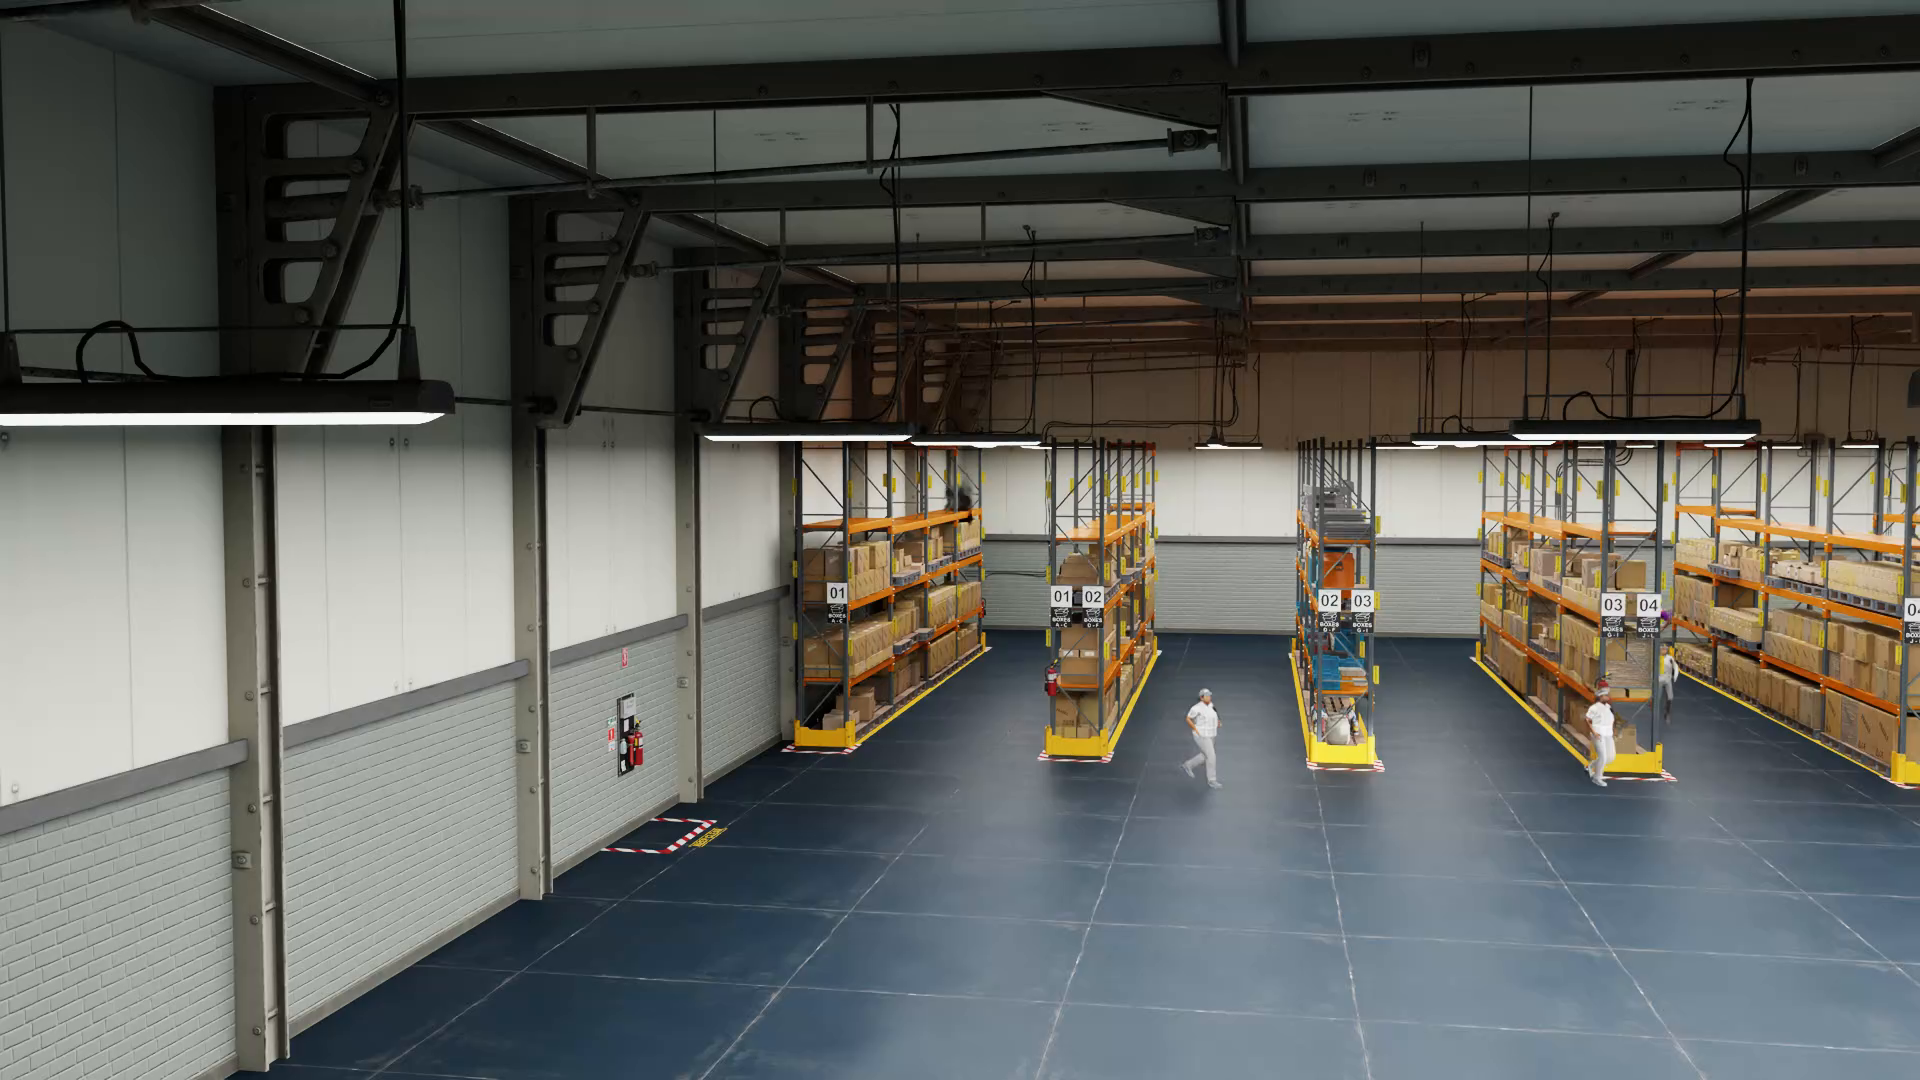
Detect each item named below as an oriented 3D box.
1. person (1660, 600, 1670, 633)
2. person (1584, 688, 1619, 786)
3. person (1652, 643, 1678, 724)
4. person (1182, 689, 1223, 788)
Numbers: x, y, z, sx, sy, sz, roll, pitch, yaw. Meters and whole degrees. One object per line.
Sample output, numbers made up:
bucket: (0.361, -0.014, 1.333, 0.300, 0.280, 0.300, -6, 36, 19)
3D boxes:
person: (19.063, 2.451, 45.615, 0.860, 1.718, 0.763, -1, 3, -15)
person: (11.104, 3.389, 28.746, 0.623, 1.660, 0.508, -1, 3, -24)
person: (14.891, 3.036, 35.169, 0.628, 1.746, 0.705, 0, 3, 8)
person: (4.194, 3.388, 28.616, 0.812, 1.677, 0.598, 3, 4, 41)
